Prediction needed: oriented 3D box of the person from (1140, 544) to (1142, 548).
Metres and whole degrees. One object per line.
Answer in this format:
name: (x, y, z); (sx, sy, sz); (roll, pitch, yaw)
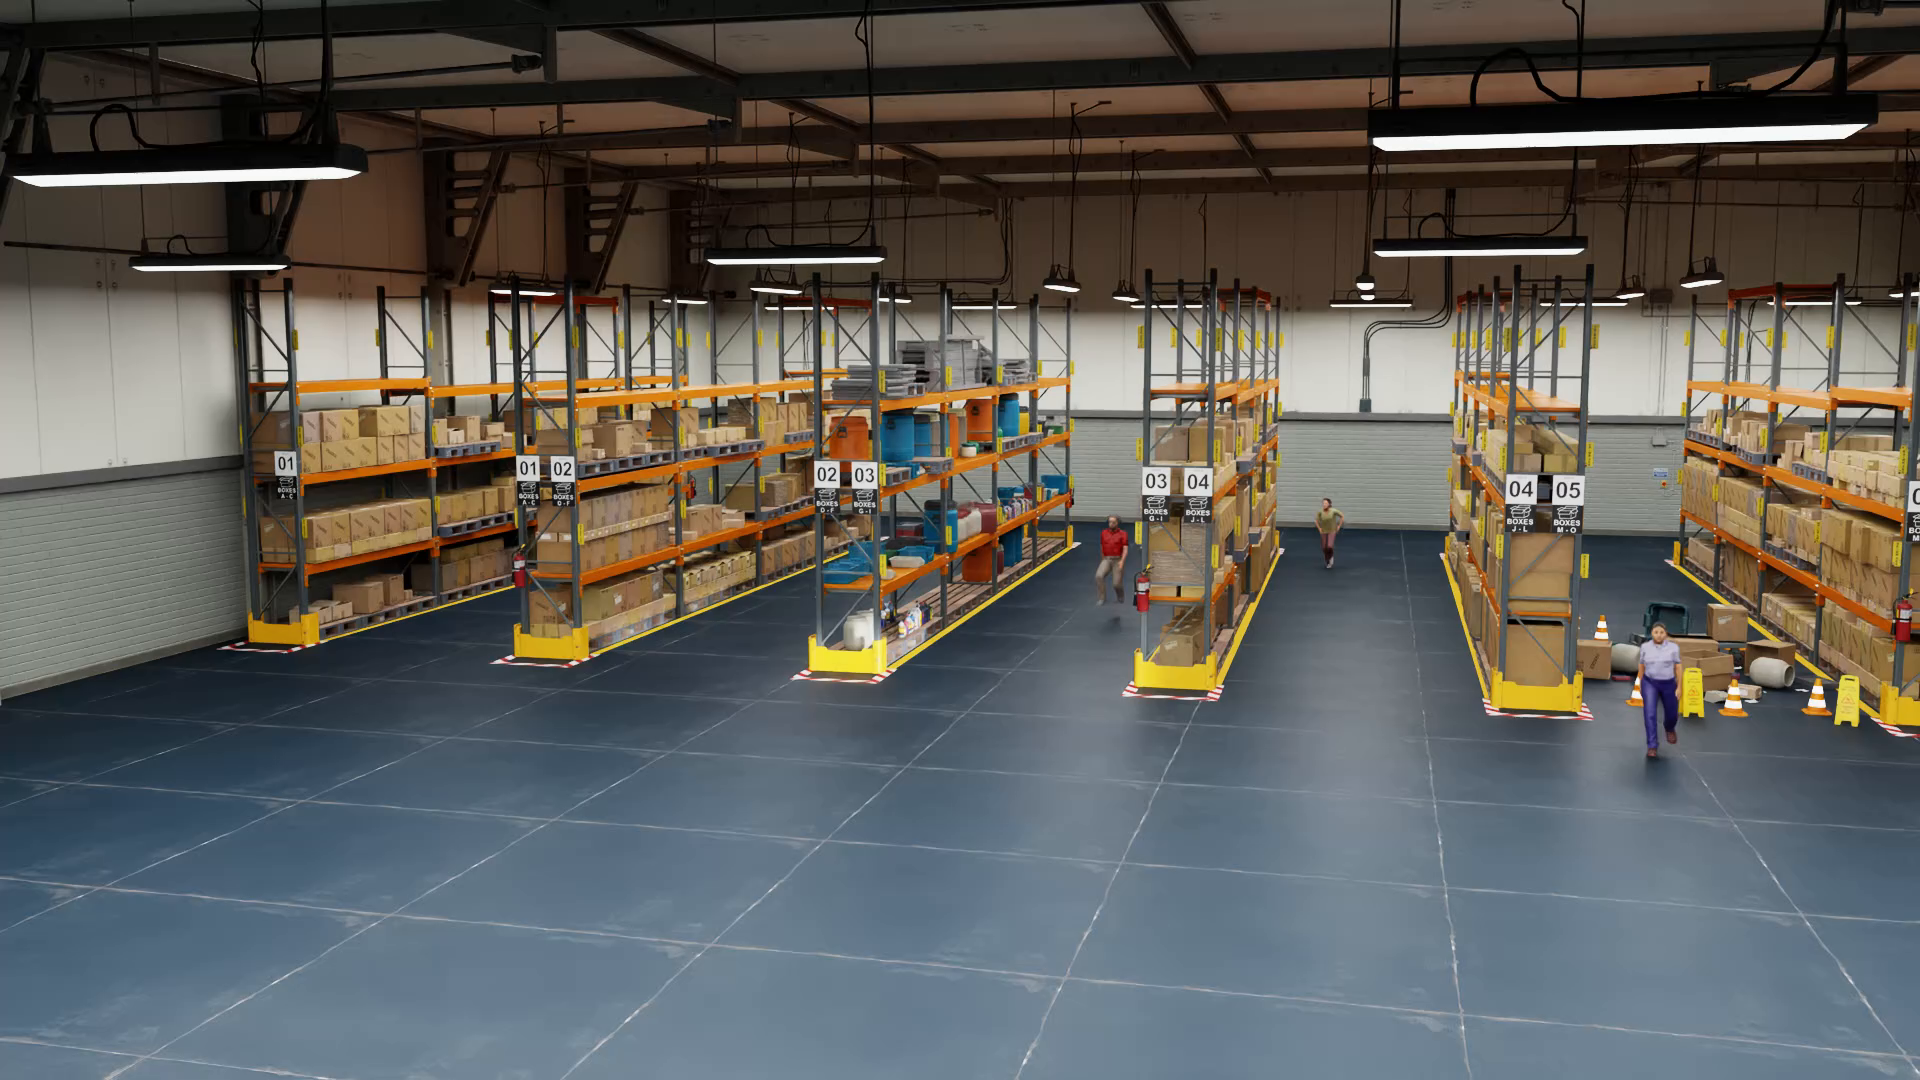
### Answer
person: (4.563, -0.550, 39.827); (0.518, 1.625, 0.463); (-1, 7, -9)

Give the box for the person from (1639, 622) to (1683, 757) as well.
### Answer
person: (8.535, 1.786, 20.270); (0.504, 1.592, 0.912); (3, 7, 22)

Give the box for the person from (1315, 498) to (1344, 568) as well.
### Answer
person: (8.133, -0.157, 36.581); (0.622, 1.574, 0.673); (3, 7, 24)

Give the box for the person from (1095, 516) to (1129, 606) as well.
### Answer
person: (2.736, 0.368, 29.765); (0.546, 1.599, 0.954); (3, 7, 20)
